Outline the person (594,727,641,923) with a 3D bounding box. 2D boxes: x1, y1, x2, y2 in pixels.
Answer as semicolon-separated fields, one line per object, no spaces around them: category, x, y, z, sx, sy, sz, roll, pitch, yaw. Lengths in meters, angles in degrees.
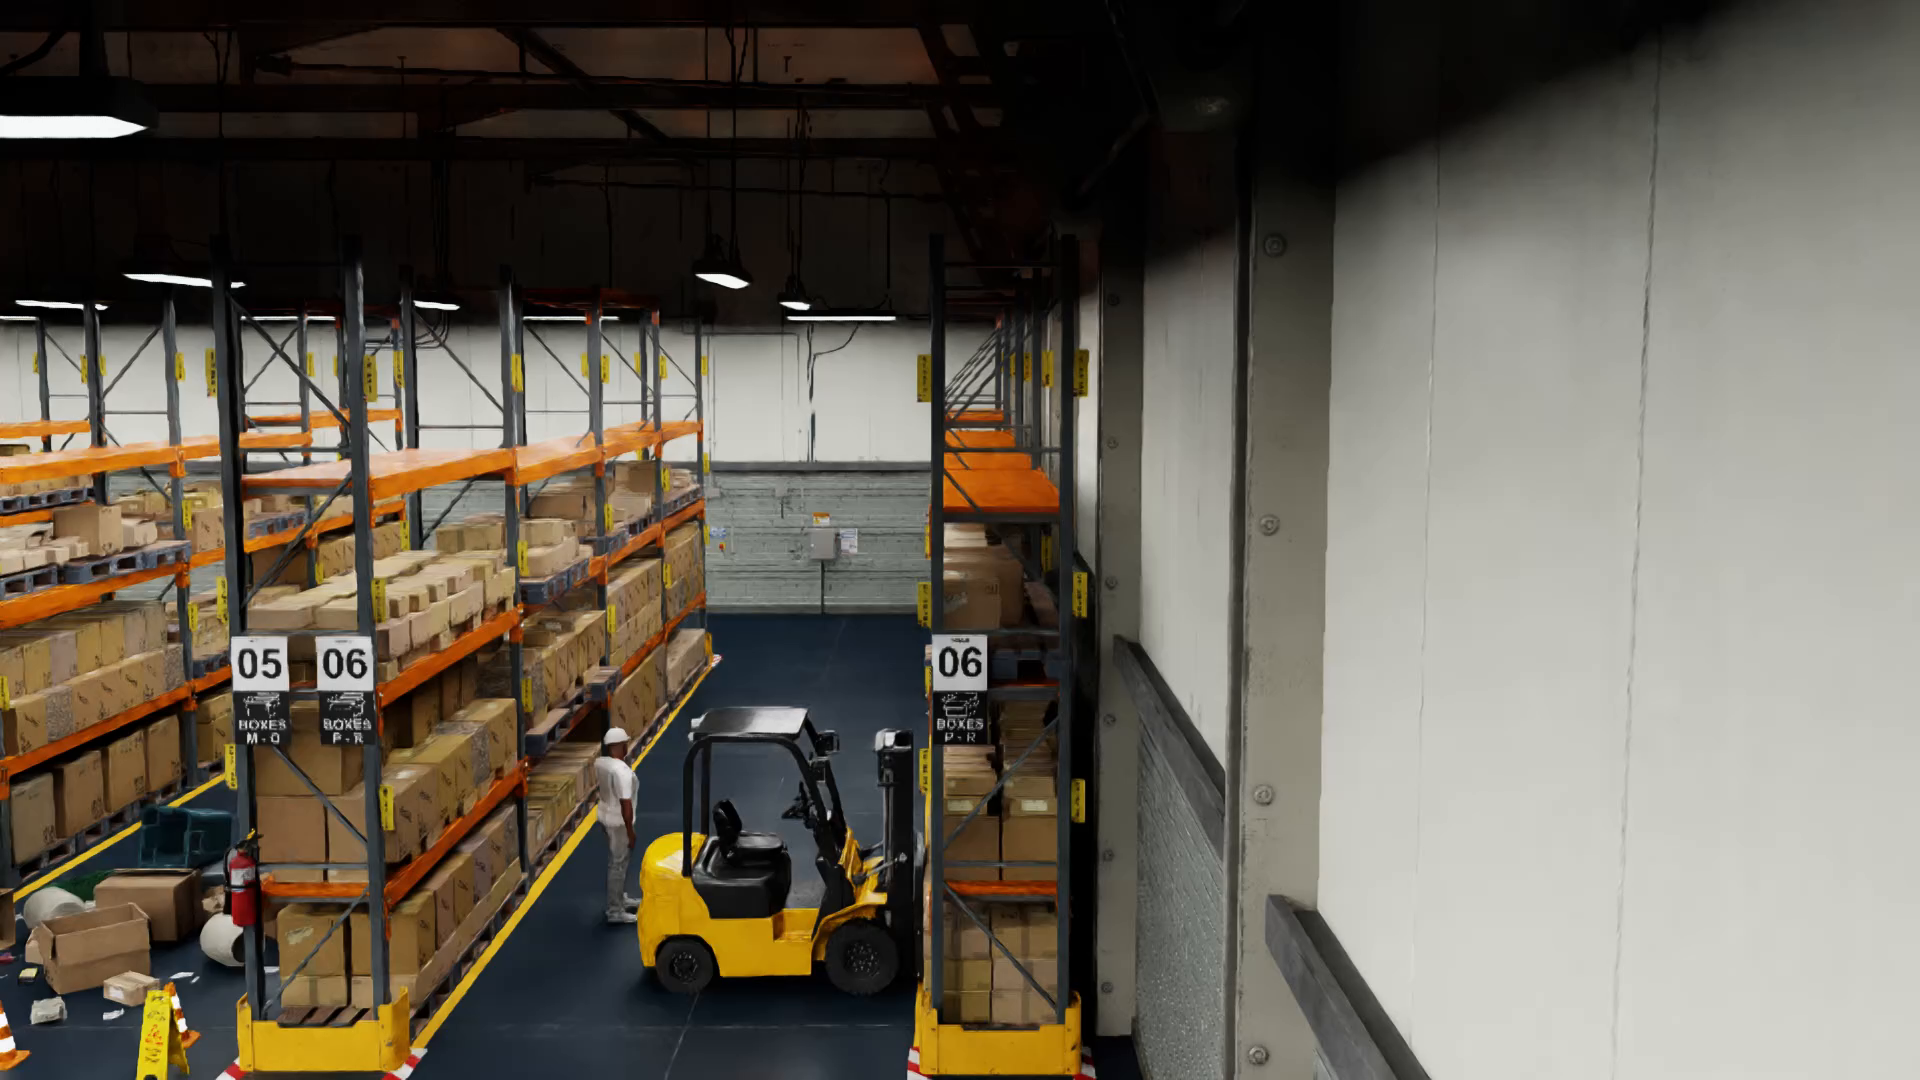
person;-3.103;2.585;15.298;0.452;1.768;0.632;-4;7;-31
